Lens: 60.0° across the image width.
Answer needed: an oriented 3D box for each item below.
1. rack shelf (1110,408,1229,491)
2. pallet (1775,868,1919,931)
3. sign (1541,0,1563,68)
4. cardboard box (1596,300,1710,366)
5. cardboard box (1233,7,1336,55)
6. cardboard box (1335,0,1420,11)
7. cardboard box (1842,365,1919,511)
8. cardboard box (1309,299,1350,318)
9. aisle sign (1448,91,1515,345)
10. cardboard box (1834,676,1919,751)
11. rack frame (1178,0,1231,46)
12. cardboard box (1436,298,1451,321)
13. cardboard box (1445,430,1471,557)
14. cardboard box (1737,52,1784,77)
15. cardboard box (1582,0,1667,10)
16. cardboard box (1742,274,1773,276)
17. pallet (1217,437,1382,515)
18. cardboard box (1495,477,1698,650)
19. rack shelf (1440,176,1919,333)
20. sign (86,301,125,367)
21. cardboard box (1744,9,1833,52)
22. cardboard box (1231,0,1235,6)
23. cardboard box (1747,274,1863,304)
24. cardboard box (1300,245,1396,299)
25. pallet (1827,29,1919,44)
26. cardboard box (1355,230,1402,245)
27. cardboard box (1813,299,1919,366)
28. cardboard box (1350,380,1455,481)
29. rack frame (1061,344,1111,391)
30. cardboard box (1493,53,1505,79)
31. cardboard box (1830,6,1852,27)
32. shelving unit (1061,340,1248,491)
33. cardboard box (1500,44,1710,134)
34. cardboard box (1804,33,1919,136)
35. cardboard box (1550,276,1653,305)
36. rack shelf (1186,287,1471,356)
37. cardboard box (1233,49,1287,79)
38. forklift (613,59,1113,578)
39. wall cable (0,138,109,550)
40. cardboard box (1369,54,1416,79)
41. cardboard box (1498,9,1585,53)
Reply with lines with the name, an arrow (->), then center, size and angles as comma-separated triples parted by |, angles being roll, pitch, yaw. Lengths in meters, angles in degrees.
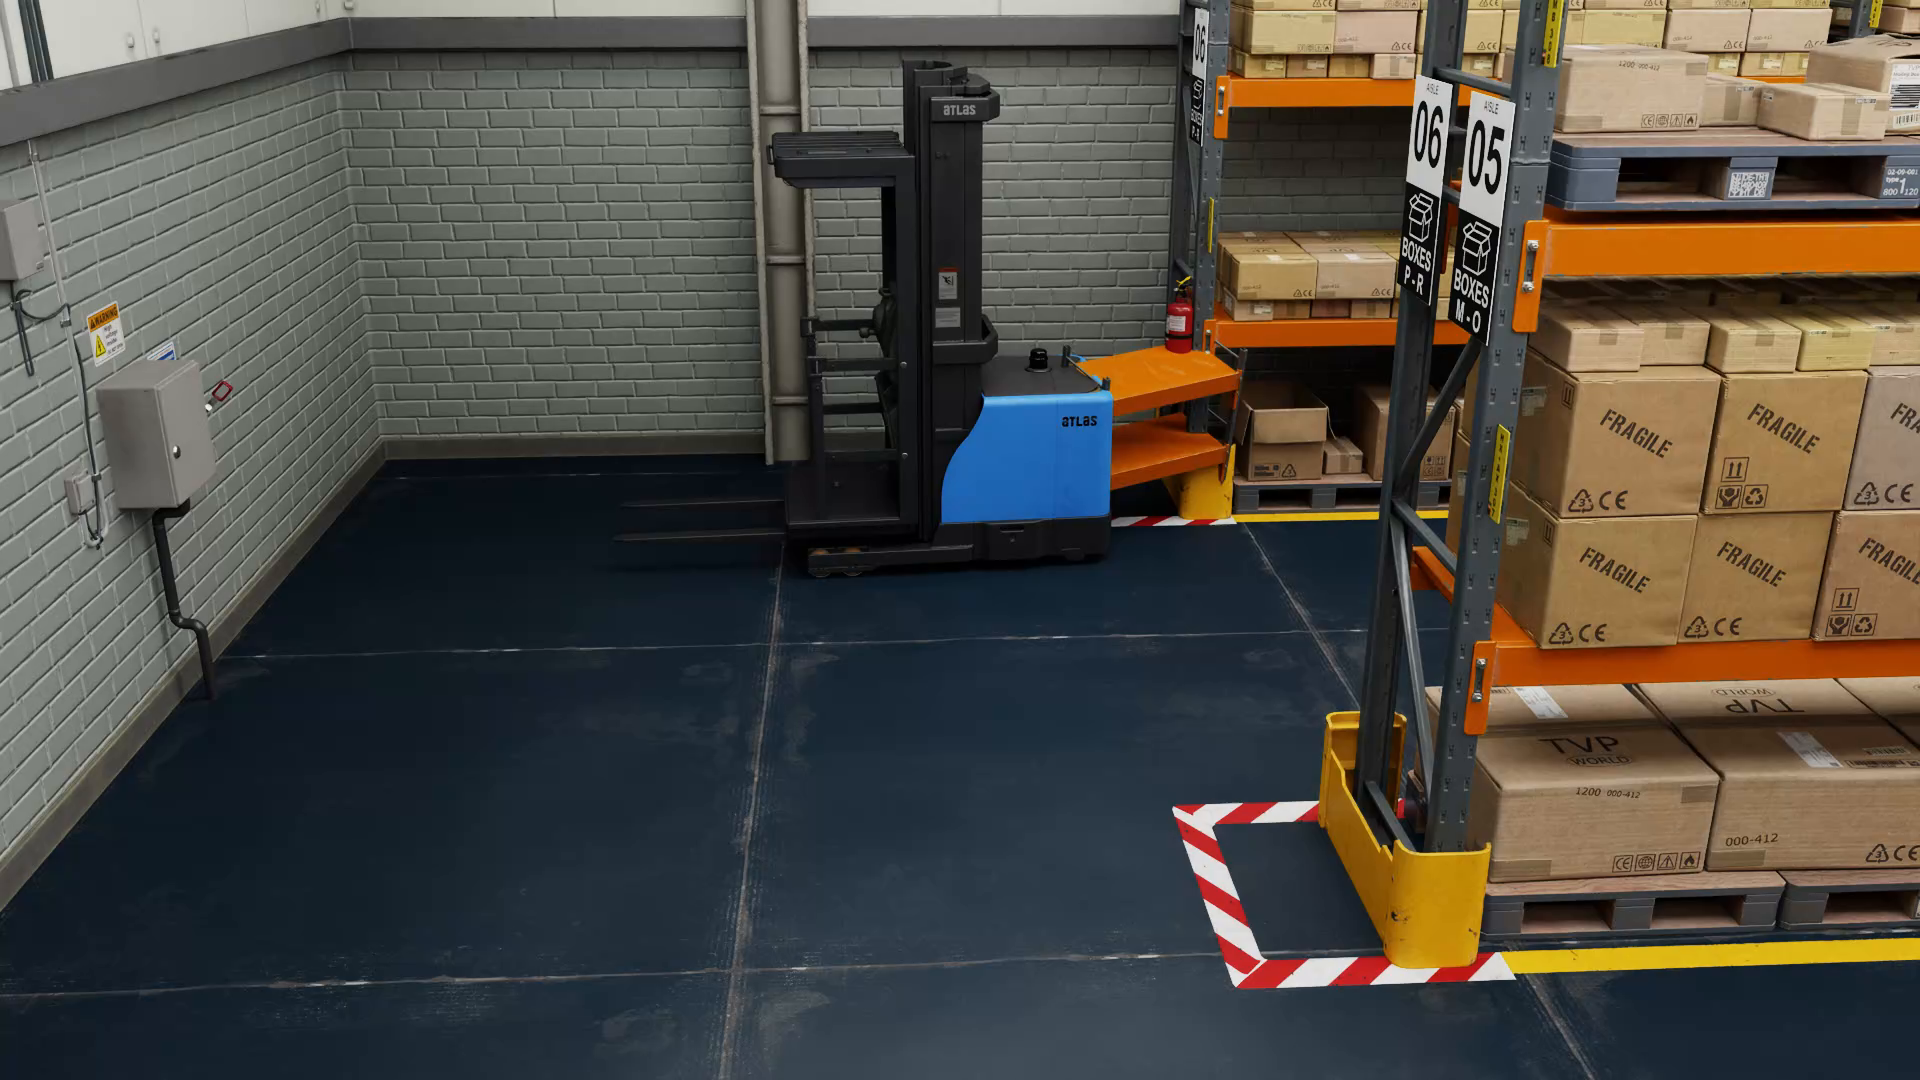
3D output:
rack shelf -> 1.168, -0.522, 10.762 | 1.000, 0.278, 0.538 | -14, 38, -25
pallet -> 3.818, 1.256, 7.025 | 1.213, 0.211, 1.003 | -1, 21, -3
sign -> 1.835, -1.629, 5.129 | 0.005, 0.325, 0.100 | -1, 21, -3
cardboard box -> 2.437, -0.736, 5.880 | 0.250, 0.149, 0.380 | -1, 21, -2
cardboard box -> 1.981, -3.125, 10.190 | 0.500, 0.250, 0.500 | -1, 21, -4
cardboard box -> 2.488, -3.370, 10.132 | 0.500, 0.250, 0.500 | -1, 21, -3
cardboard box -> 3.334, -0.428, 5.983 | 0.500, 0.500, 0.500 | -1, 21, -3
cardboard box -> 2.378, -1.573, 10.891 | 0.250, 0.149, 0.380 | -1, 21, -4
aisle sign -> 1.754, -1.090, 5.614 | 0.004, 0.787, 0.394 | -1, 21, -3
cardboard box -> 4.276, 0.934, 6.963 | 0.875, 0.438, 0.875 | -2, 21, -5
rack frame -> 1.522, -4.546, 9.914 | 0.127, 3.000, 1.000 | -1, 21, -3
cardboard box -> 3.155, -1.543, 10.810 | 0.250, 0.149, 0.380 | -2, 21, -5
cardboard box -> 2.276, -0.130, 6.605 | 0.500, 0.500, 0.500 | -1, 21, -3
cardboard box -> 4.929, -2.992, 10.401 | 0.250, 0.149, 0.380 | -1, 21, -3
cardboard box -> 4.013, -3.411, 10.240 | 0.500, 0.250, 0.500 | -1, 21, -2
cardboard box -> 5.021, -1.796, 10.914 | 0.500, 0.250, 0.500 | -1, 21, -2
pallet -> 2.394, -0.457, 11.525 | 1.213, 0.211, 1.003 | -1, 21, -3
cardboard box -> 2.305, 0.066, 6.090 | 0.500, 0.500, 0.500 | -1, 21, -3
rack shelf -> 3.806, -1.085, 6.051 | 4.000, 0.370, 1.077 | -1, 21, -3
sign -> -3.997, -0.968, 7.786 | 0.001, 0.242, 0.339 | -1, 21, -3
cardboard box -> 5.048, -3.196, 10.376 | 0.500, 0.250, 0.500 | -1, 21, -3
cardboard box -> 1.950, -3.555, 10.617 | 0.500, 0.250, 0.500 | -2, 21, -5
cardboard box -> 3.180, -0.894, 6.297 | 0.250, 0.149, 0.380 | -1, 21, -4
cardboard box -> 2.494, -1.735, 10.755 | 0.500, 0.250, 0.500 | -1, 21, -2
pallet -> 6.171, -3.126, 10.664 | 1.003, 0.211, 1.213 | -1, 21, -3
cardboard box -> 2.976, -1.933, 11.276 | 0.500, 0.250, 0.500 | -1, 21, -1
cardboard box -> 3.224, -0.736, 5.881 | 0.250, 0.149, 0.380 | -1, 21, -3
cardboard box -> 2.994, -0.753, 11.305 | 0.500, 0.500, 0.700 | 0, 21, -1
rack frame -> 0.736, -0.615, 10.411 | 0.032, 1.125, 0.500 | -14, 38, -25
cardboard box -> 3.390, -2.947, 10.284 | 0.250, 0.149, 0.380 | -1, 21, -3
cardboard box -> 5.814, -3.382, 10.694 | 0.250, 0.149, 0.380 | -1, 21, -3
shelving unit -> 1.182, -0.726, 10.627 | 1.048, 1.125, 0.538 | -14, 38, -25
cardboard box -> 2.253, -1.595, 5.859 | 0.500, 0.250, 0.500 | -3, 21, -8
cardboard box -> 3.306, -1.595, 5.773 | 0.500, 0.311, 0.500 | -1, 21, -2
cardboard box -> 2.408, -0.888, 6.281 | 0.250, 0.149, 0.380 | -1, 21, -2
rack shelf -> 3.519, -1.447, 11.216 | 4.000, 0.370, 1.077 | -1, 21, -3
cardboard box -> 1.854, -2.951, 10.293 | 0.250, 0.149, 0.380 | -1, 21, -2
forklift -> -0.624, -1.343, 10.029 | 3.031, 2.935, 1.130 | -2, 21, -7
wall cable -> -3.912, -0.835, 7.170 | 0.122, 1.984, 0.588 | -1, 21, -3
cardboard box -> 2.626, -2.933, 10.246 | 0.250, 0.149, 0.380 | -1, 21, -2
cardboard box -> 3.514, -3.167, 10.301 | 0.500, 0.250, 0.500 | -1, 21, -4
